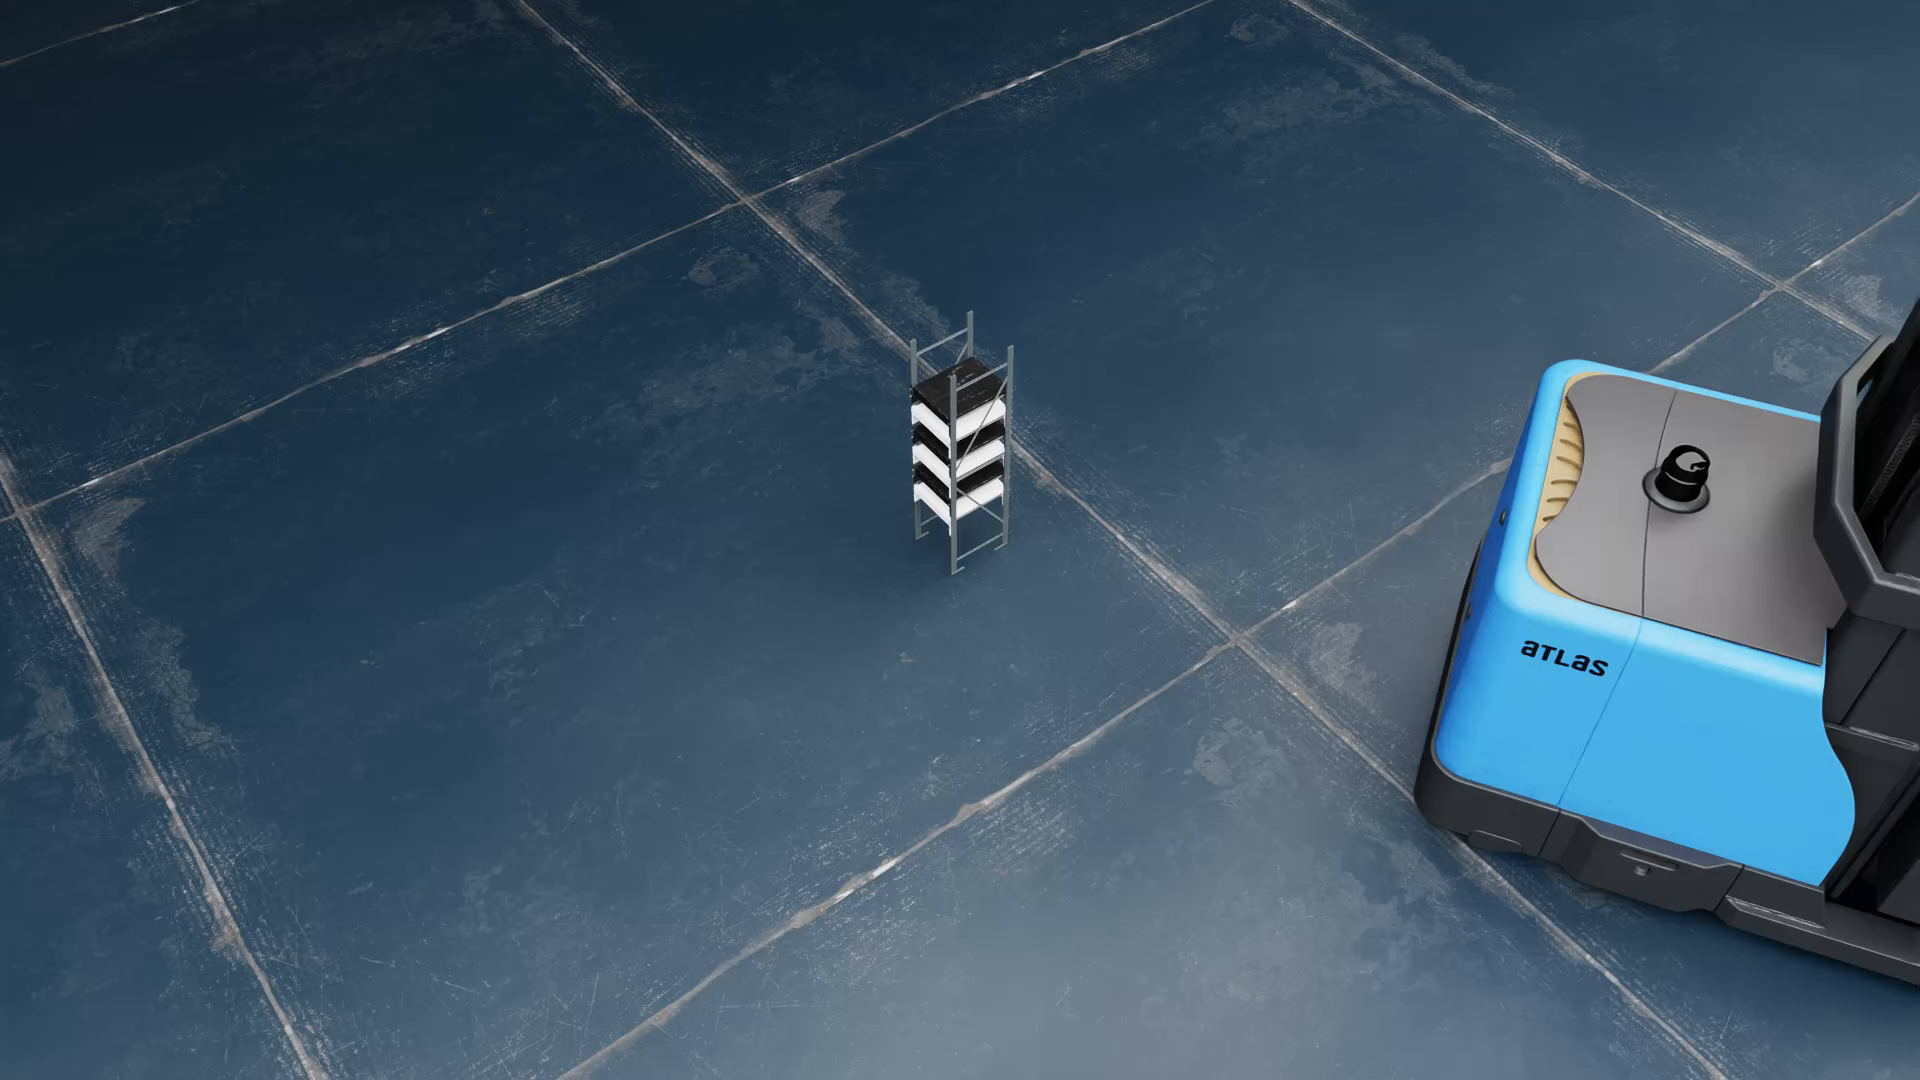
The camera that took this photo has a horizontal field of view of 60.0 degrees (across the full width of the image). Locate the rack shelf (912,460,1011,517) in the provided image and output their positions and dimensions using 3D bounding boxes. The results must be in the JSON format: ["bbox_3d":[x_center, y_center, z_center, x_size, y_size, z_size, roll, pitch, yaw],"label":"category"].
[{"bbox_3d":[0.005,-0.215,5.504,0.258,0.077,0.200,-29,54,-24],"label":"rack shelf"}]

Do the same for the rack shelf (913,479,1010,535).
[{"bbox_3d":[0.005,-0.154,5.570,0.258,0.077,0.200,-29,54,-24],"label":"rack shelf"}]

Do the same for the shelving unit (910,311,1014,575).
[{"bbox_3d":[0.005,-0.297,5.412,0.258,0.900,0.210,-29,54,-24],"label":"shelving unit"}]

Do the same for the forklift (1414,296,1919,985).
[{"bbox_3d":[2.922,-0.070,3.835,3.031,2.935,1.130,16,50,14],"label":"forklift"}]

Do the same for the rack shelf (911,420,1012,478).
[{"bbox_3d":[0.005,-0.336,5.370,0.258,0.077,0.200,-29,54,-24],"label":"rack shelf"}]

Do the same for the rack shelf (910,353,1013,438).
[{"bbox_3d":[0.005,-0.456,5.237,0.258,0.077,0.200,-29,54,-24],"label":"rack shelf"}]

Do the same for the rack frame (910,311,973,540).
[{"bbox_3d":[-0.057,-0.357,5.467,0.240,0.900,0.006,-29,54,-24],"label":"rack frame"}]

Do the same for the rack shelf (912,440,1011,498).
[{"bbox_3d":[0.005,-0.275,5.437,0.258,0.077,0.200,-29,54,-24],"label":"rack shelf"}]

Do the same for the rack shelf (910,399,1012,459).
[{"bbox_3d":[0.005,-0.396,5.304,0.258,0.077,0.200,-29,54,-24],"label":"rack shelf"}]

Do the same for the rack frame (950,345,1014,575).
[{"bbox_3d":[0.066,-0.237,5.358,0.240,0.900,0.006,-29,54,-24],"label":"rack frame"}]
